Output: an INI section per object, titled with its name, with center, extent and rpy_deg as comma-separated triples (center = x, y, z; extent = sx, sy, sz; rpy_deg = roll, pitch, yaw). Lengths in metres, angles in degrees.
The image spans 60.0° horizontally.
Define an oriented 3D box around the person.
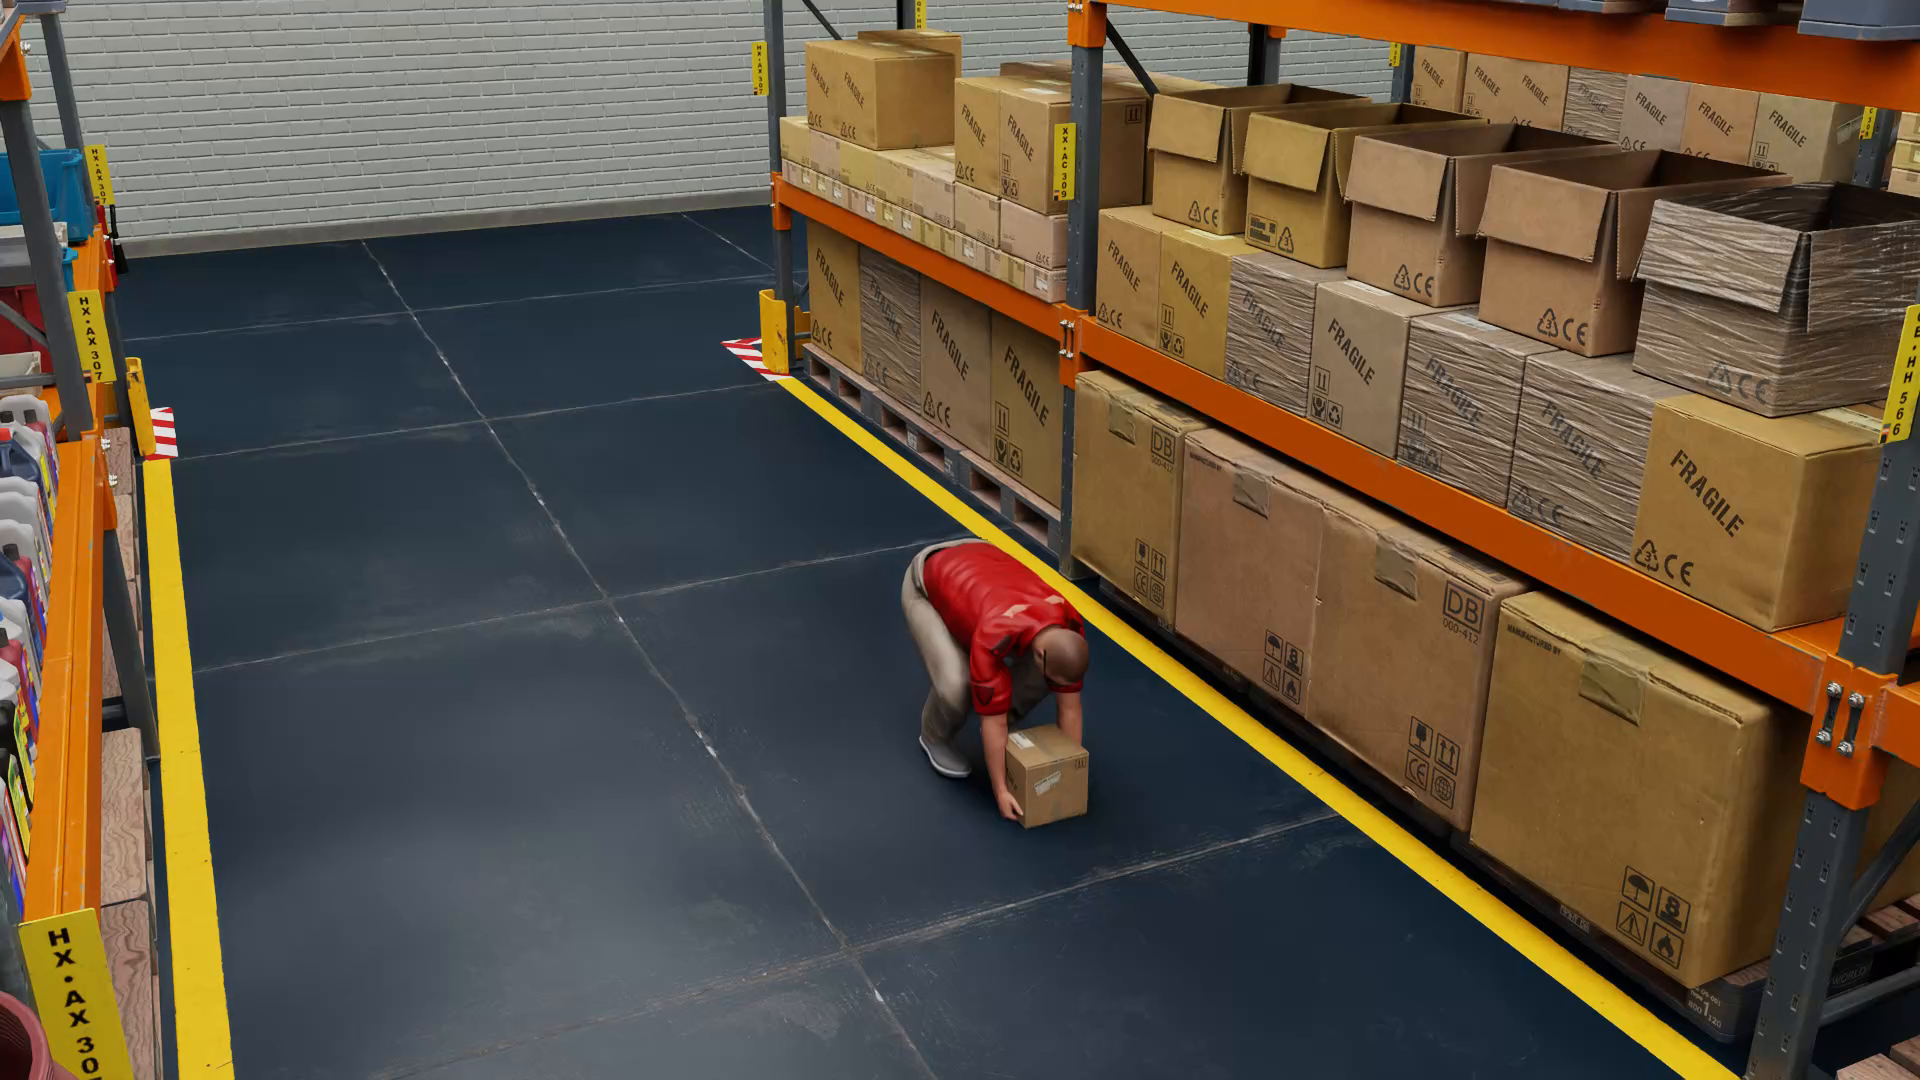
[person]
center = 0.145, 0.489, 6.107
extent = 0.528, 0.859, 0.956
rpy_deg = -12, 25, -27
